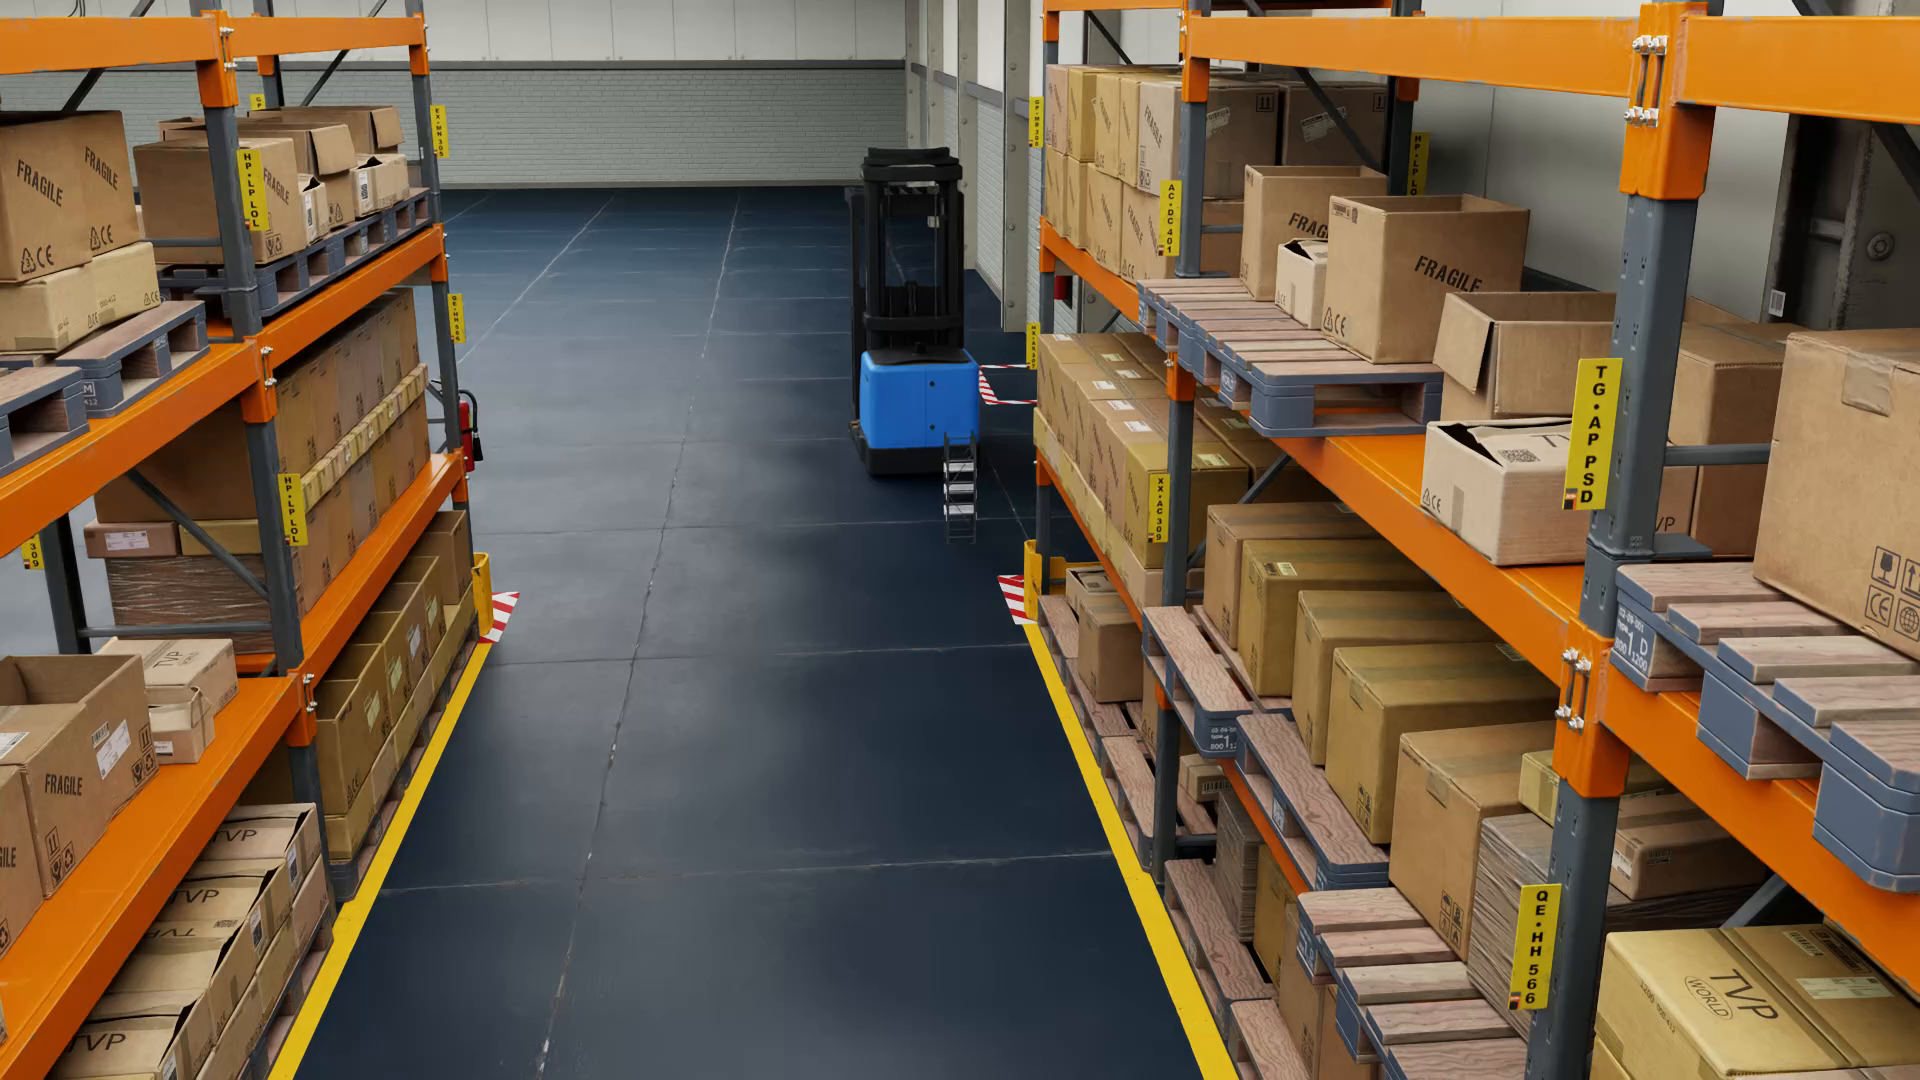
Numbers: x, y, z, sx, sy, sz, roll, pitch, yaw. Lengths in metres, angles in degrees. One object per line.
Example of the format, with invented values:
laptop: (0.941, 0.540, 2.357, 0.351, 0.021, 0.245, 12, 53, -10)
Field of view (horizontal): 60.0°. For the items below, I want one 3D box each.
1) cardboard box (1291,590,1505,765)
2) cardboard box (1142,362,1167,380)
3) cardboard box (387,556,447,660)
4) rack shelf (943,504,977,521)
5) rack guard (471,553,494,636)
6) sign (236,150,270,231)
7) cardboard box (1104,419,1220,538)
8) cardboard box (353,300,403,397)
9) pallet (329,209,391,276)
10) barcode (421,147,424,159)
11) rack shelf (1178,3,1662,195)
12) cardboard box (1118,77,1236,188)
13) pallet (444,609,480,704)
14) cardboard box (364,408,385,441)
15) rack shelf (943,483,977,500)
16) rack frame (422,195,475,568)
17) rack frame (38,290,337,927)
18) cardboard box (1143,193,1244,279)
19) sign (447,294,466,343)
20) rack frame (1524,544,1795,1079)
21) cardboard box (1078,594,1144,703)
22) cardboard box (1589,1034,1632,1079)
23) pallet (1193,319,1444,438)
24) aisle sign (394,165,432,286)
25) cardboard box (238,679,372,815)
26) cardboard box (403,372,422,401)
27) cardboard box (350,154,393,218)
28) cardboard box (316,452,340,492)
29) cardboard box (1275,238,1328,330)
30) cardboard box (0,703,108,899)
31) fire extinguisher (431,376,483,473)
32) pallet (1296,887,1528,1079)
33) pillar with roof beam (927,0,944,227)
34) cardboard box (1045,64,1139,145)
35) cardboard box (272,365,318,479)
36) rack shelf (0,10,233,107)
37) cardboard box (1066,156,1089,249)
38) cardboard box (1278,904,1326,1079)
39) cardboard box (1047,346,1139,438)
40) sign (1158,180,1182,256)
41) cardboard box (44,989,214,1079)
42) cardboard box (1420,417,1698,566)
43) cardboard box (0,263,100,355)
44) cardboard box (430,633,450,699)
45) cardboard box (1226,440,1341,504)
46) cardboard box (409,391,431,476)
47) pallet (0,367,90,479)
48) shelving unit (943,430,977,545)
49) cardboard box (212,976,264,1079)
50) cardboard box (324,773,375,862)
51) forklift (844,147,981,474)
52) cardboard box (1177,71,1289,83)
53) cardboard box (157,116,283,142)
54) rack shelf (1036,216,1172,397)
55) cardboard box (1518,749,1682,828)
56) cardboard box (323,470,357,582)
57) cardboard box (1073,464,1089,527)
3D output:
cardboard box: (1.630, 0.506, 6.157, 0.700, 0.500, 0.500, 1, 17, 2)
cardboard box: (1.409, -0.801, 10.184, 0.500, 0.500, 0.500, -2, 18, -7)
cardboard box: (-3.408, 0.413, 9.991, 0.500, 0.500, 0.500, -2, 18, -6)
rack shelf: (0.001, -0.223, 13.598, 0.258, 0.077, 0.200, -2, 18, -6)
rack guard: (-3.880, 0.397, 11.579, 1.175, 0.500, 0.348, -2, 18, -6)
sign: (-2.926, -1.445, 6.874, 0.100, 0.325, 0.005, -2, 18, -6)
cardboard box: (1.049, -0.327, 8.675, 0.500, 0.500, 0.500, -2, 18, -6)
cardboard box: (-3.777, -1.144, 9.979, 0.700, 0.500, 0.500, -2, 18, -7)
pallet: (-3.701, -1.602, 8.912, 1.003, 0.211, 1.213, -2, 18, -6)
barcode: (-3.366, -2.422, 10.406, 0.001, 0.075, 0.075, -2, 18, -6)
rack shelf: (1.668, -1.483, 5.248, 1.077, 0.370, 4.000, -2, 18, -6)
cardboard box: (1.073, -2.021, 8.230, 0.500, 0.500, 0.500, -1, 17, -3)
pallet: (-3.757, 0.768, 10.878, 1.003, 0.211, 1.213, -2, 18, -6)
cardboard box: (-3.513, -0.652, 9.497, 0.380, 0.149, 0.250, -1, 17, -4)
rack shelf: (0.001, -0.395, 13.545, 0.258, 0.077, 0.200, -2, 18, -6)
rack frame: (-3.877, -0.789, 11.182, 1.000, 3.000, 0.127, -2, 18, -6)
rack frame: (-3.465, 0.403, 7.386, 1.000, 3.000, 0.127, -2, 18, -6)
cardboard box: (1.164, -1.383, 7.867, 0.500, 0.500, 0.500, -1, 17, -4)
sign: (-3.336, -1.467, 11.013, 0.100, 0.325, 0.005, -2, 18, -6)
rack frame: (1.875, 1.441, 4.081, 1.000, 3.000, 0.127, -2, 18, -6)
cardboard box: (1.116, 0.639, 10.073, 0.700, 0.500, 0.500, -3, 18, -9)
cardboard box: (1.670, 1.394, 3.532, 0.500, 0.500, 0.500, -1, 17, -4)
pallet: (1.530, -0.597, 5.875, 1.213, 0.211, 1.003, -2, 18, -6)
aisle sign: (-3.592, -2.058, 10.883, 0.394, 0.787, 0.004, -2, 18, -6)
cardboard box: (-3.201, 1.009, 8.093, 0.500, 0.500, 0.500, -2, 18, -6)
cardboard box: (-3.620, -0.960, 10.477, 0.380, 0.149, 0.250, -1, 17, -4)
cardboard box: (-3.439, -1.944, 9.067, 0.500, 0.311, 0.500, 0, 17, 1)
cardboard box: (-3.406, -0.345, 8.517, 0.380, 0.149, 0.250, -2, 18, -7)
cardboard box: (1.502, -0.991, 6.267, 0.500, 0.311, 0.500, -1, 17, -4)
cardboard box: (-3.296, 0.891, 5.665, 0.500, 0.500, 0.500, -2, 18, -6)
fire extinguisher: (-3.428, -0.801, 11.351, 0.296, 0.674, 0.183, -2, 18, -6)
pallet: (1.695, 1.323, 4.775, 1.213, 0.211, 1.003, -2, 18, -6)
pillar with roof beam: (-4.775, -10.641, 32.547, 9.100, 9.000, 0.400, -2, 18, -6)
cardboard box: (0.848, -2.786, 10.666, 0.500, 0.500, 0.500, -3, 18, -10)
cardboard box: (-3.570, -0.546, 8.076, 0.700, 0.500, 0.500, -2, 18, -6)
rack shelf: (-3.259, -1.329, 4.757, 1.077, 0.370, 4.000, -2, 18, -6)
cardboard box: (0.913, -2.008, 9.858, 0.500, 0.500, 0.500, -1, 17, -3)
cardboard box: (1.670, 1.756, 6.515, 0.700, 0.500, 0.500, -2, 17, -5)
cardboard box: (0.841, -0.940, 10.627, 0.500, 0.500, 0.500, -2, 18, -5)
sign: (0.923, -1.410, 7.289, 0.100, 0.325, 0.005, -2, 18, -6)
cardboard box: (-2.981, 1.812, 5.850, 0.500, 0.311, 0.500, -2, 18, -6)
cardboard box: (1.532, -0.164, 4.298, 0.500, 0.311, 0.500, -2, 18, -6)
cardboard box: (-3.351, -0.809, 5.789, 0.500, 0.250, 0.500, -3, 18, -11)
cardboard box: (-3.411, 0.771, 10.103, 0.500, 0.250, 0.500, -2, 18, -6)
cardboard box: (1.621, -0.193, 8.250, 0.500, 0.500, 0.500, -2, 18, -7)
cardboard box: (-3.842, -0.697, 10.722, 0.700, 0.500, 0.500, -2, 18, -6)
pallet: (-3.329, -0.279, 4.865, 1.003, 0.211, 1.213, -1, 17, -3)
shelving unit: (0.001, -0.427, 13.535, 0.258, 0.900, 0.210, -2, 18, -6)
cardboard box: (-3.030, 1.932, 6.404, 0.500, 0.250, 0.500, -1, 17, -4)
cardboard box: (-3.211, 1.367, 8.204, 0.500, 0.250, 0.500, -2, 18, -6)
forklift: (-0.542, -2.403, 16.438, 1.130, 2.935, 3.031, -3, 18, -8)
cardboard box: (1.494, -2.328, 9.207, 0.500, 0.500, 0.500, -2, 18, -6)
cardboard box: (-3.978, -2.031, 9.030, 0.500, 0.500, 0.500, -2, 18, -6)
rack shelf: (1.256, -1.435, 9.433, 1.077, 0.370, 4.000, -2, 18, -6)
cardboard box: (1.761, 0.676, 4.531, 0.380, 0.149, 0.250, -5, 18, -15)
cardboard box: (-3.626, -0.083, 8.767, 0.700, 0.500, 0.500, -2, 17, -5)
cardboard box: (0.948, -0.269, 9.742, 0.500, 0.250, 0.500, -2, 18, -5)
